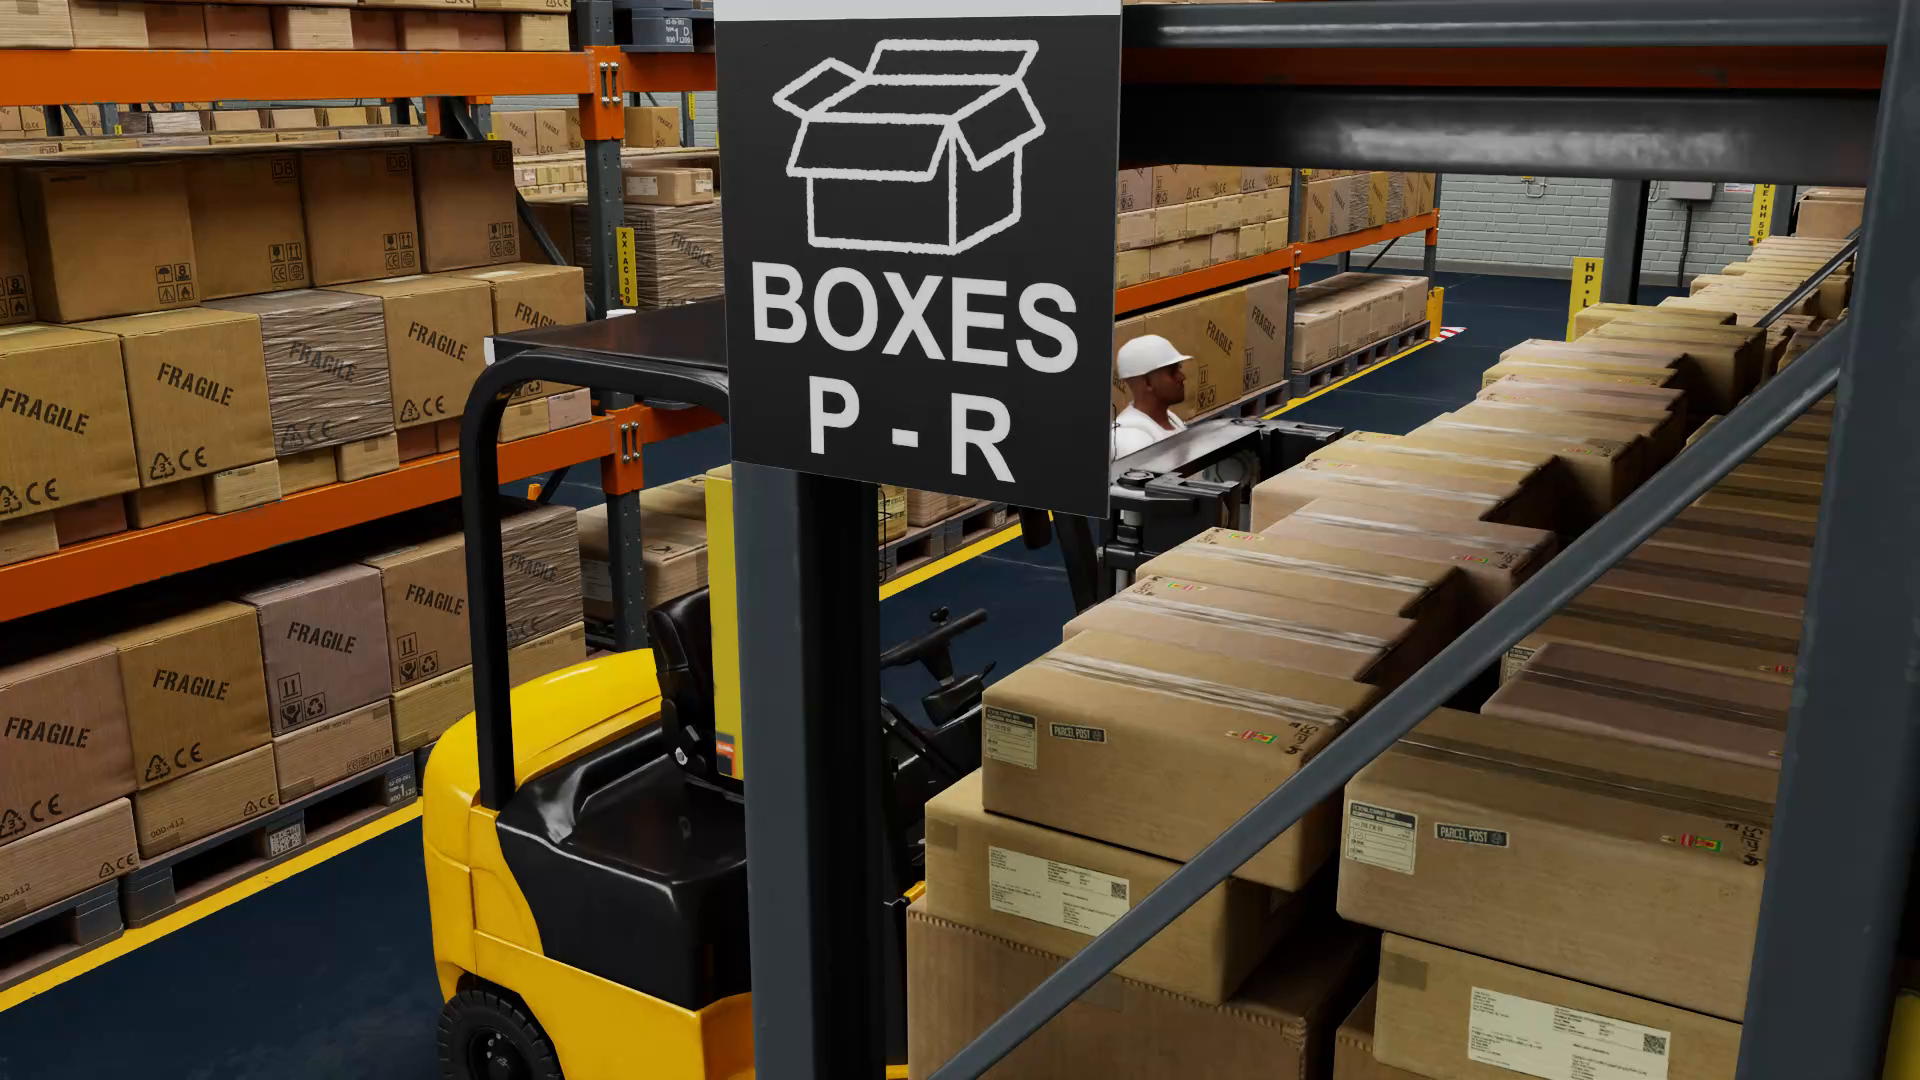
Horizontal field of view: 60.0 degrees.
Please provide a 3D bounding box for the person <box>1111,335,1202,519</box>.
[{"bbox_3d":[0.845,0.098,6.469,0.559,1.767,0.542,7,17,22],"label":"person"}]
